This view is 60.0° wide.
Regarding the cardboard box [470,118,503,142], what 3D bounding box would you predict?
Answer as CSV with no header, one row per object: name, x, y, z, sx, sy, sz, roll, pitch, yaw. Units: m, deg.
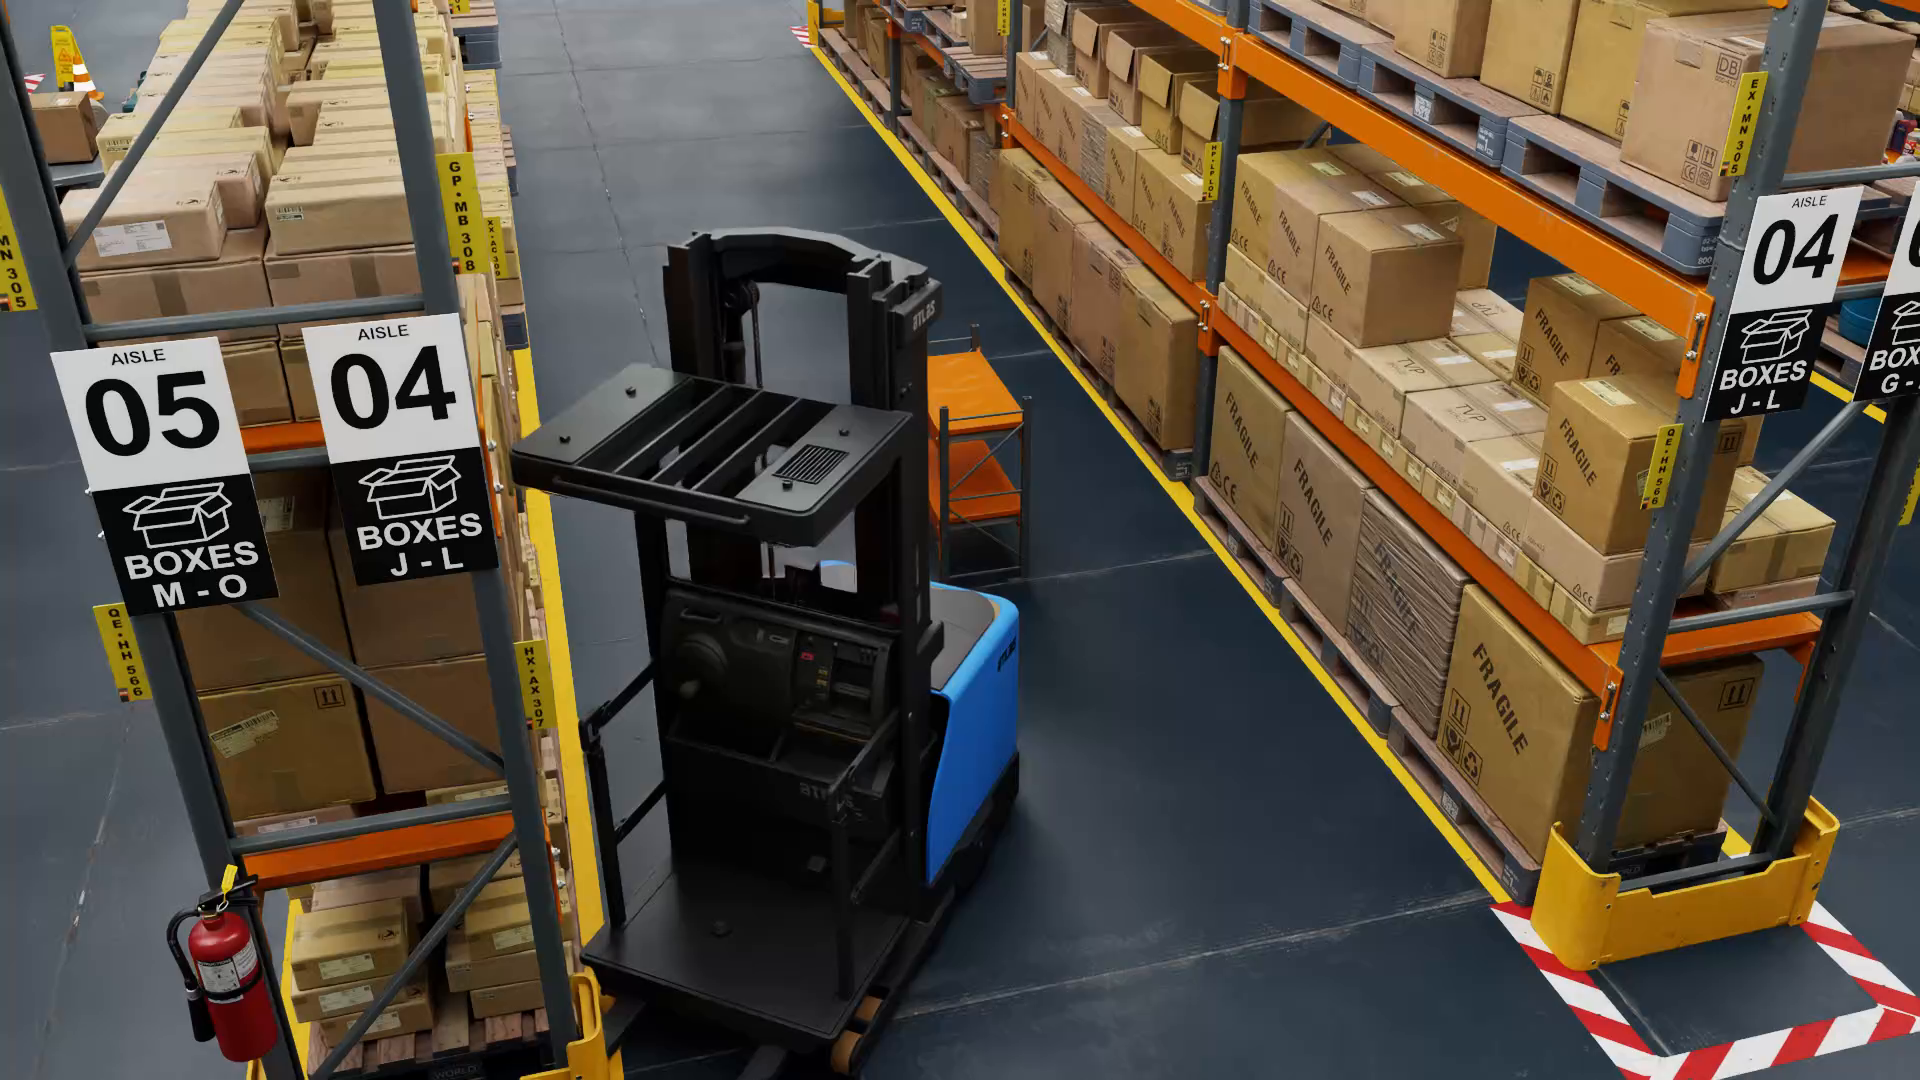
cardboard box,-3.041,-2.499,10.311,0.380,0.149,0.250,-6,31,-11

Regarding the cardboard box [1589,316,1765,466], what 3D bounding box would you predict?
cardboard box,2.979,-0.613,6.920,0.500,0.500,0.500,-9,31,-14

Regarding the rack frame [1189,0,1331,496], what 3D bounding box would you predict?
rack frame,1.917,-1.648,9.603,1.000,3.000,0.127,-8,31,-13

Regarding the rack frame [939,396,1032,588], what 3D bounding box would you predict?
rack frame,0.137,-0.238,9.038,0.500,1.125,0.032,-8,31,-13

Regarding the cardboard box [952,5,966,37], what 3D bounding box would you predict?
cardboard box,0.152,-4.473,14.198,0.396,0.266,0.258,-9,31,-15

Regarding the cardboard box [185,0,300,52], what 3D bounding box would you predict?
cardboard box,-2.774,-1.983,6.441,0.380,0.149,0.250,-9,31,-15

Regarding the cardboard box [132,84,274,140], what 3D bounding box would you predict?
cardboard box,-2.426,-1.348,5.344,0.380,0.149,0.250,-9,31,-14

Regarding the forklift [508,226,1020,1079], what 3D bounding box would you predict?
forklift,-0.769,0.504,5.953,1.130,2.935,3.031,12,32,20

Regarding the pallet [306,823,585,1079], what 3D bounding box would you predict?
pallet,-2.032,1.668,6.658,1.003,0.211,1.213,-8,31,-13

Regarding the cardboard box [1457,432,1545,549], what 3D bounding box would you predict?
cardboard box,2.460,-0.224,6.995,0.500,0.250,0.500,-8,31,-14

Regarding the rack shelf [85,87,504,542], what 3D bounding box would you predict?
rack shelf,-2.361,-1.058,6.307,1.077,0.370,4.000,-8,31,-13

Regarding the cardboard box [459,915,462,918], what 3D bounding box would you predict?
cardboard box,-1.809,1.536,6.529,0.380,0.149,0.250,-8,31,-13

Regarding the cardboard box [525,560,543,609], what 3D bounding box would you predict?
cardboard box,-2.330,0.252,8.450,0.380,0.149,0.250,-9,31,-15

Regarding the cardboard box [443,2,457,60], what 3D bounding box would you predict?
cardboard box,-2.525,-2.298,7.382,0.500,0.250,0.500,-9,31,-16

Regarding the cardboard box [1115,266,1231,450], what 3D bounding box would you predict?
cardboard box,1.727,-1.216,10.559,1.225,0.875,0.875,-8,31,-13

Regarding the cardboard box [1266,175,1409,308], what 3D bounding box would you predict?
cardboard box,1.920,-1.532,8.507,0.500,0.500,0.500,-8,31,-13

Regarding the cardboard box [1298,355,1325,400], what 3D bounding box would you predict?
cardboard box,1.954,-0.848,8.471,0.380,0.149,0.250,-8,31,-14

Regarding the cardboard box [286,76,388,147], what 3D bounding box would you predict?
cardboard box,-1.983,-1.408,5.447,0.380,0.149,0.250,-7,31,-12

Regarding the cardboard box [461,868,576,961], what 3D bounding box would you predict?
cardboard box,-1.642,1.391,6.185,0.380,0.149,0.250,-9,31,-16

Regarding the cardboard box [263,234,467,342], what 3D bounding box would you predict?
cardboard box,-1.699,-0.806,4.805,0.500,0.250,0.500,-7,31,-12

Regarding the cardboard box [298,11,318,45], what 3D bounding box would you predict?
cardboard box,-2.868,-1.981,6.835,0.500,0.250,0.500,-8,31,-13

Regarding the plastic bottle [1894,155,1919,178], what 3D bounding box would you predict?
plastic bottle,6.276,-2.400,11.026,0.152,0.276,0.135,-8,31,-13

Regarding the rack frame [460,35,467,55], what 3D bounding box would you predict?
rack frame,-3.954,-2.969,11.885,1.000,3.000,0.127,-8,31,-13

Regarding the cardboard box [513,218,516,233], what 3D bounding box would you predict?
cardboard box,-2.829,-1.860,9.801,0.380,0.149,0.250,-9,31,-15

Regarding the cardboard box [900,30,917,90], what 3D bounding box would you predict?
cardboard box,-0.434,-5.086,17.618,0.500,0.500,0.500,2,30,3

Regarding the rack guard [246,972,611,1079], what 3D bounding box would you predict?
rack guard,-1.851,1.940,5.899,1.175,0.500,0.348,-8,31,-13

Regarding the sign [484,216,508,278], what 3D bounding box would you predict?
sign,-2.371,-1.488,8.462,0.100,0.325,0.005,-8,31,-13

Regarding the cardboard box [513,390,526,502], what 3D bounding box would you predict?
cardboard box,-2.833,-0.529,9.746,0.500,0.500,0.500,-7,31,-11

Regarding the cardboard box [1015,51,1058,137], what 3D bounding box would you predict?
cardboard box,0.722,-3.352,12.447,0.500,0.500,0.500,-7,31,-12

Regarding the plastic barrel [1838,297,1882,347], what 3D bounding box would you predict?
plastic barrel,6.564,-1.845,11.619,0.600,0.901,0.708,-8,31,-13

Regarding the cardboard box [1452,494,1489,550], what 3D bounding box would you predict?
cardboard box,2.365,-0.103,7.185,0.380,0.149,0.250,-7,31,-12

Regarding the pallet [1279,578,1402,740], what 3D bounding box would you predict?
pallet,2.370,0.527,8.629,1.003,0.211,1.213,-8,31,-13

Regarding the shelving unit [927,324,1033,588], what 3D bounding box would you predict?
shelving unit,0.002,-0.484,9.463,0.538,1.125,1.048,-8,31,-13

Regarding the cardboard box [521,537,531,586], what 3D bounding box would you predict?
cardboard box,-2.368,0.132,8.360,0.380,0.149,0.250,-8,31,-14

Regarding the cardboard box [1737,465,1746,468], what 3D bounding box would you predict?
cardboard box,2.967,-0.298,7.123,0.500,0.250,0.500,-8,31,-14

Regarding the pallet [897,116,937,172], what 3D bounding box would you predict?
pallet,0.001,-3.929,16.327,1.003,0.211,1.213,-8,31,-13

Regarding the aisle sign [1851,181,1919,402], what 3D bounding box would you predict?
aisle sign,3.287,-0.846,5.622,0.394,0.787,0.004,-8,31,-13

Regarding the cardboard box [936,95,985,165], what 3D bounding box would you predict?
cardboard box,0.193,-3.818,15.408,0.700,0.500,0.500,-11,32,-18

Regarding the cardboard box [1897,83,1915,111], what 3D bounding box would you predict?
cardboard box,9.761,-4.600,17.029,0.500,0.250,0.500,-7,31,-12

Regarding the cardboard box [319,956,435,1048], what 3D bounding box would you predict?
cardboard box,-2.171,1.720,6.210,0.380,0.149,0.250,-7,31,-12

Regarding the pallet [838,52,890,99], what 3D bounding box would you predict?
pallet,-0.747,-5.215,18.549,1.003,0.211,1.213,-8,31,-13

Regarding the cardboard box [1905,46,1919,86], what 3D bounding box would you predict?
cardboard box,9.755,-4.844,16.890,0.500,0.311,0.500,-8,31,-14

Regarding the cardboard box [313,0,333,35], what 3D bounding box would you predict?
cardboard box,-2.404,-2.163,6.752,0.380,0.149,0.250,-7,31,-12

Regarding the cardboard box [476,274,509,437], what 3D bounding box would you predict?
cardboard box,-2.089,-0.705,6.578,0.500,0.500,0.500,-9,31,-15

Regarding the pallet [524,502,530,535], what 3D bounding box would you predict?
pallet,-3.100,-0.206,9.895,1.003,0.211,1.213,-8,31,-13

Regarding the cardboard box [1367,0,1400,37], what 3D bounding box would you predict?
cardboard box,2.321,-2.584,7.607,0.700,0.500,0.500,-6,31,-11

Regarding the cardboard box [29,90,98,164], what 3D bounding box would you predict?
cardboard box,-8.053,-3.691,14.872,0.500,0.500,0.500,-8,31,-13

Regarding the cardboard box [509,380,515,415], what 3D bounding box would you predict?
cardboard box,-2.417,-0.712,8.236,0.380,0.149,0.250,-9,31,-15

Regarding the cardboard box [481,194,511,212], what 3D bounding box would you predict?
cardboard box,-2.633,-1.753,9.022,0.380,0.149,0.250,-7,31,-12

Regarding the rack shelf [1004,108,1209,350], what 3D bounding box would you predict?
rack shelf,1.386,-2.302,11.452,1.077,0.370,4.000,-8,31,-13

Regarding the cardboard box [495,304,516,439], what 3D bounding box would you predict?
cardboard box,-2.355,-0.762,7.676,0.500,0.500,0.500,-9,31,-15

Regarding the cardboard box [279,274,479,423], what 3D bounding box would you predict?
cardboard box,-1.703,-0.589,4.929,0.500,0.250,0.500,-7,31,-12

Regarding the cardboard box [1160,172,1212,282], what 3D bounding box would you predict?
cardboard box,1.529,-1.881,9.905,0.500,0.500,0.500,-8,31,-13
